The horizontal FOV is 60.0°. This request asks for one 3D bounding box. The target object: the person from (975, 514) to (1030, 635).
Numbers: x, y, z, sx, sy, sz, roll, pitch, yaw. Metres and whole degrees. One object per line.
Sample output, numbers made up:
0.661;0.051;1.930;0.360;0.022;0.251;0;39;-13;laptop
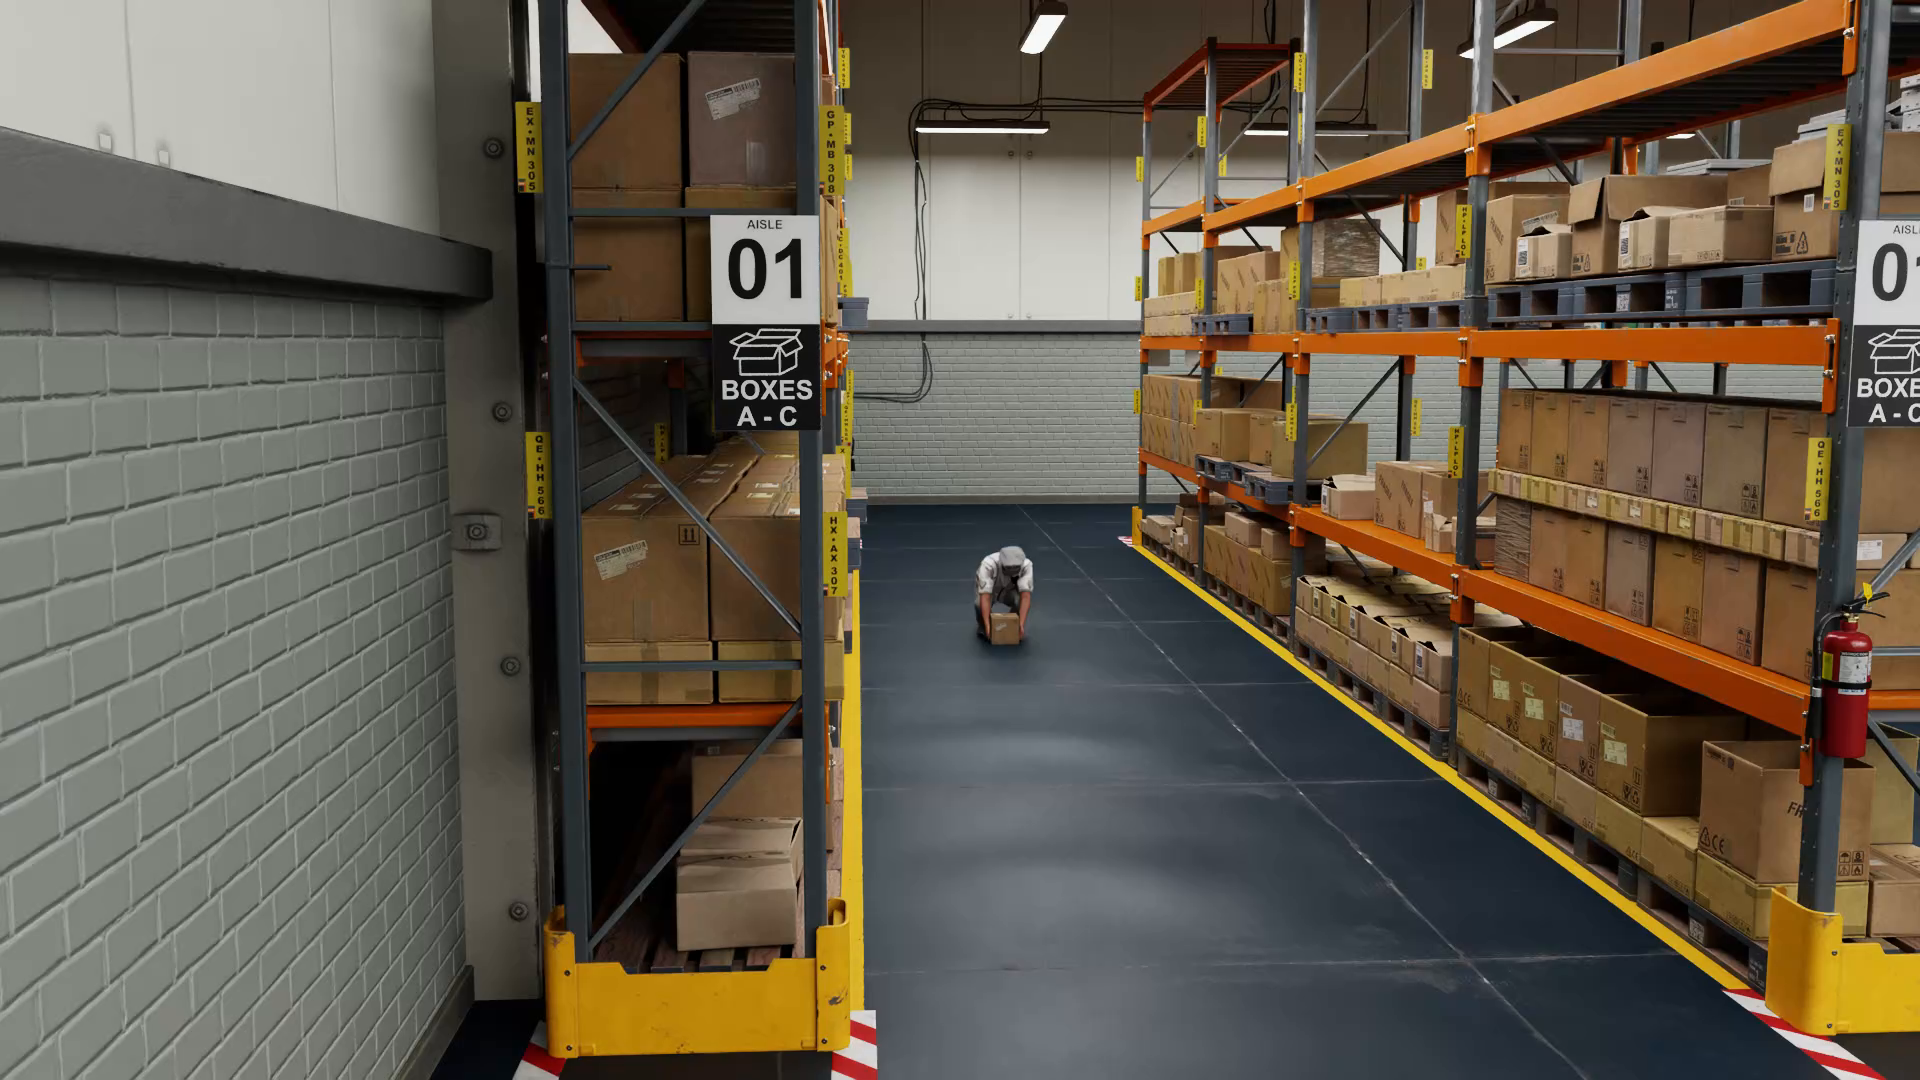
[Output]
0.398;0.317;15.425;0.491;1.195;1.038;-1;7;-6;person
